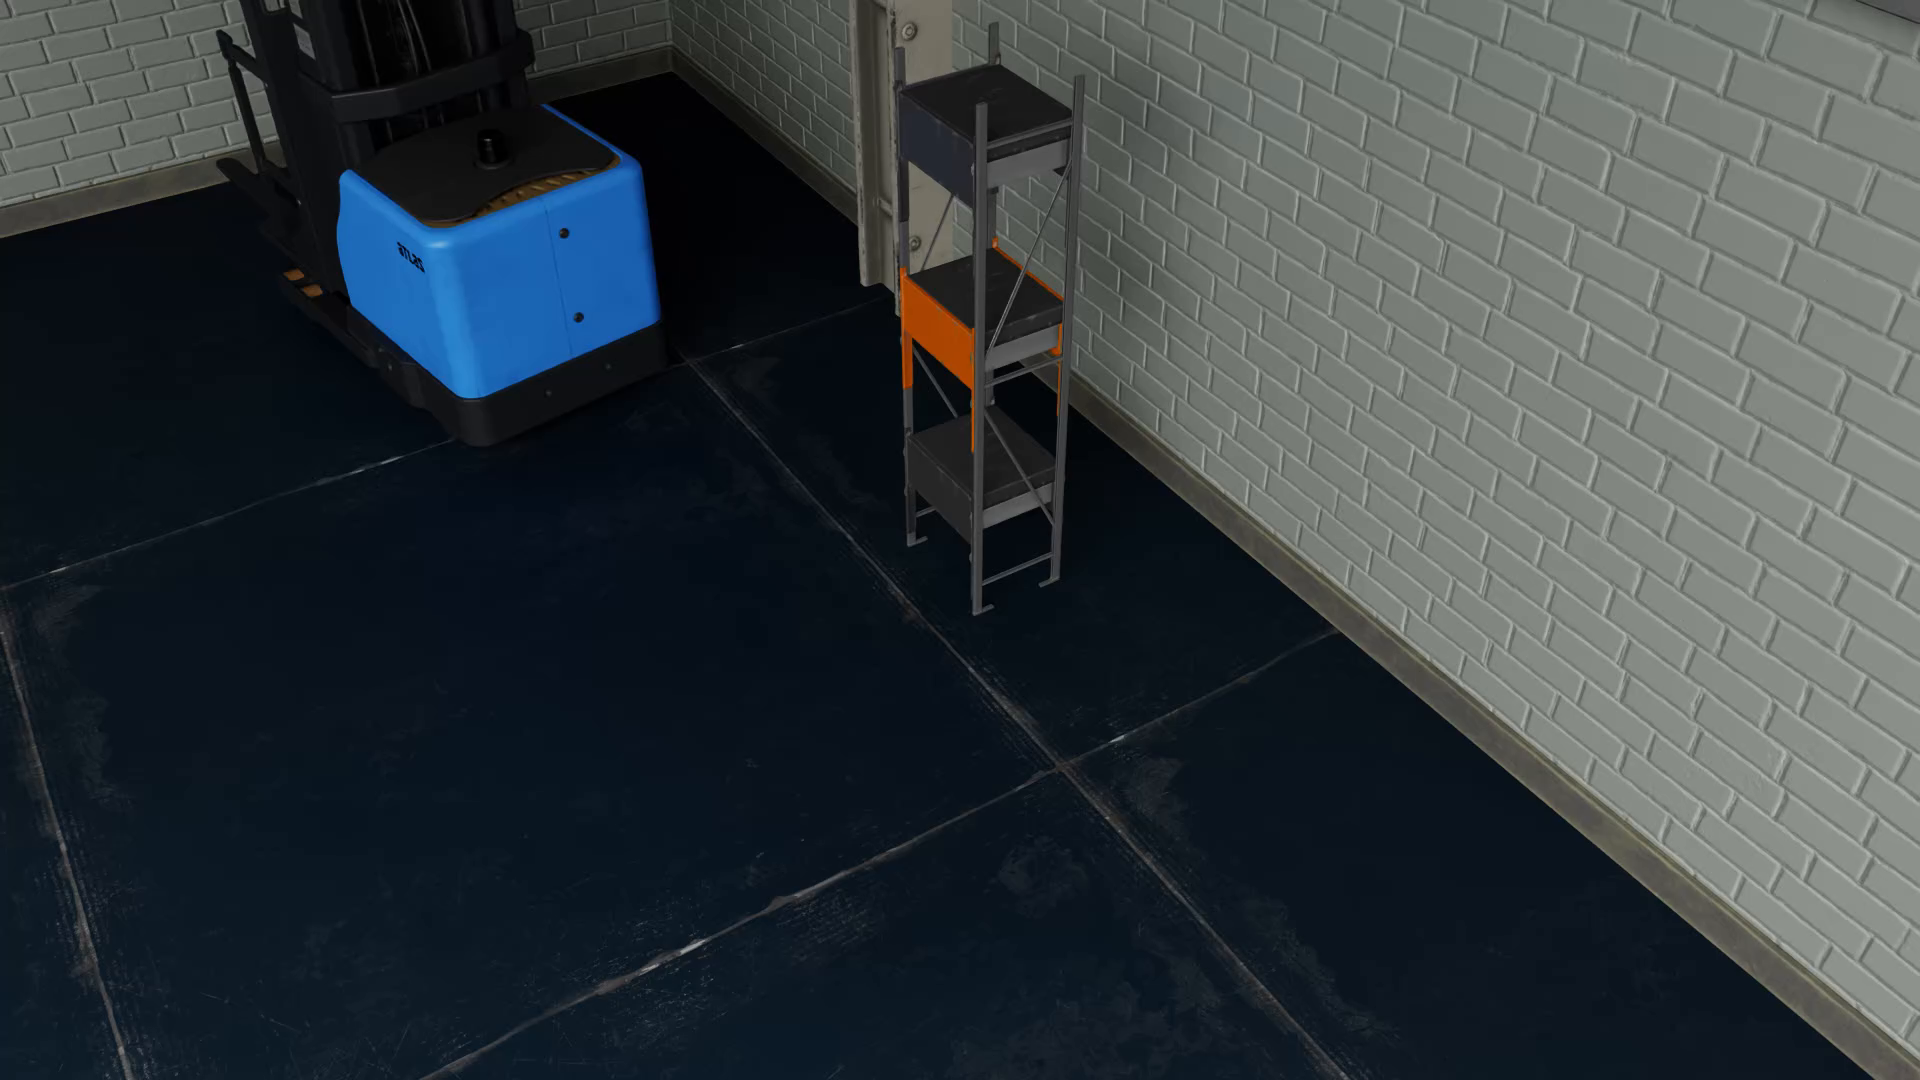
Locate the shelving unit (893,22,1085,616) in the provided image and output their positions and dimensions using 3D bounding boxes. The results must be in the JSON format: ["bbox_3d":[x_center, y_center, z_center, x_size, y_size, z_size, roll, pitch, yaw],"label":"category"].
[{"bbox_3d":[0.089,-0.717,5.971,0.431,2.100,0.503,-22,45,-24],"label":"shelving unit"}]

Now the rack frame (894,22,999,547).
[{"bbox_3d":[-0.042,-0.849,6.129,0.400,2.100,0.015,-22,45,-24],"label":"rack frame"}]

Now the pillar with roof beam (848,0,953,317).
[{"bbox_3d":[-3.894,-3.209,3.572,9.100,9.000,0.400,-22,45,-24],"label":"pillar with roof beam"}]

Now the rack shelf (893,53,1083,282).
[{"bbox_3d":[0.089,-1.245,5.531,0.431,0.518,0.480,-22,45,-24],"label":"rack shelf"}]

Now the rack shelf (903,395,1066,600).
[{"bbox_3d":[0.089,-0.169,6.427,0.431,0.518,0.480,-22,45,-24],"label":"rack shelf"}]

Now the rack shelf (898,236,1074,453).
[{"bbox_3d":[0.089,-0.707,5.979,0.431,0.518,0.480,-22,45,-24],"label":"rack shelf"}]

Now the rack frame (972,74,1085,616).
[{"bbox_3d":[0.220,-0.586,5.813,0.400,2.100,0.015,-22,45,-24],"label":"rack frame"}]

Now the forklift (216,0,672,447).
[{"bbox_3d":[-2.682,-2.386,7.323,1.130,2.935,3.031,-30,48,-31],"label":"forklift"}]
